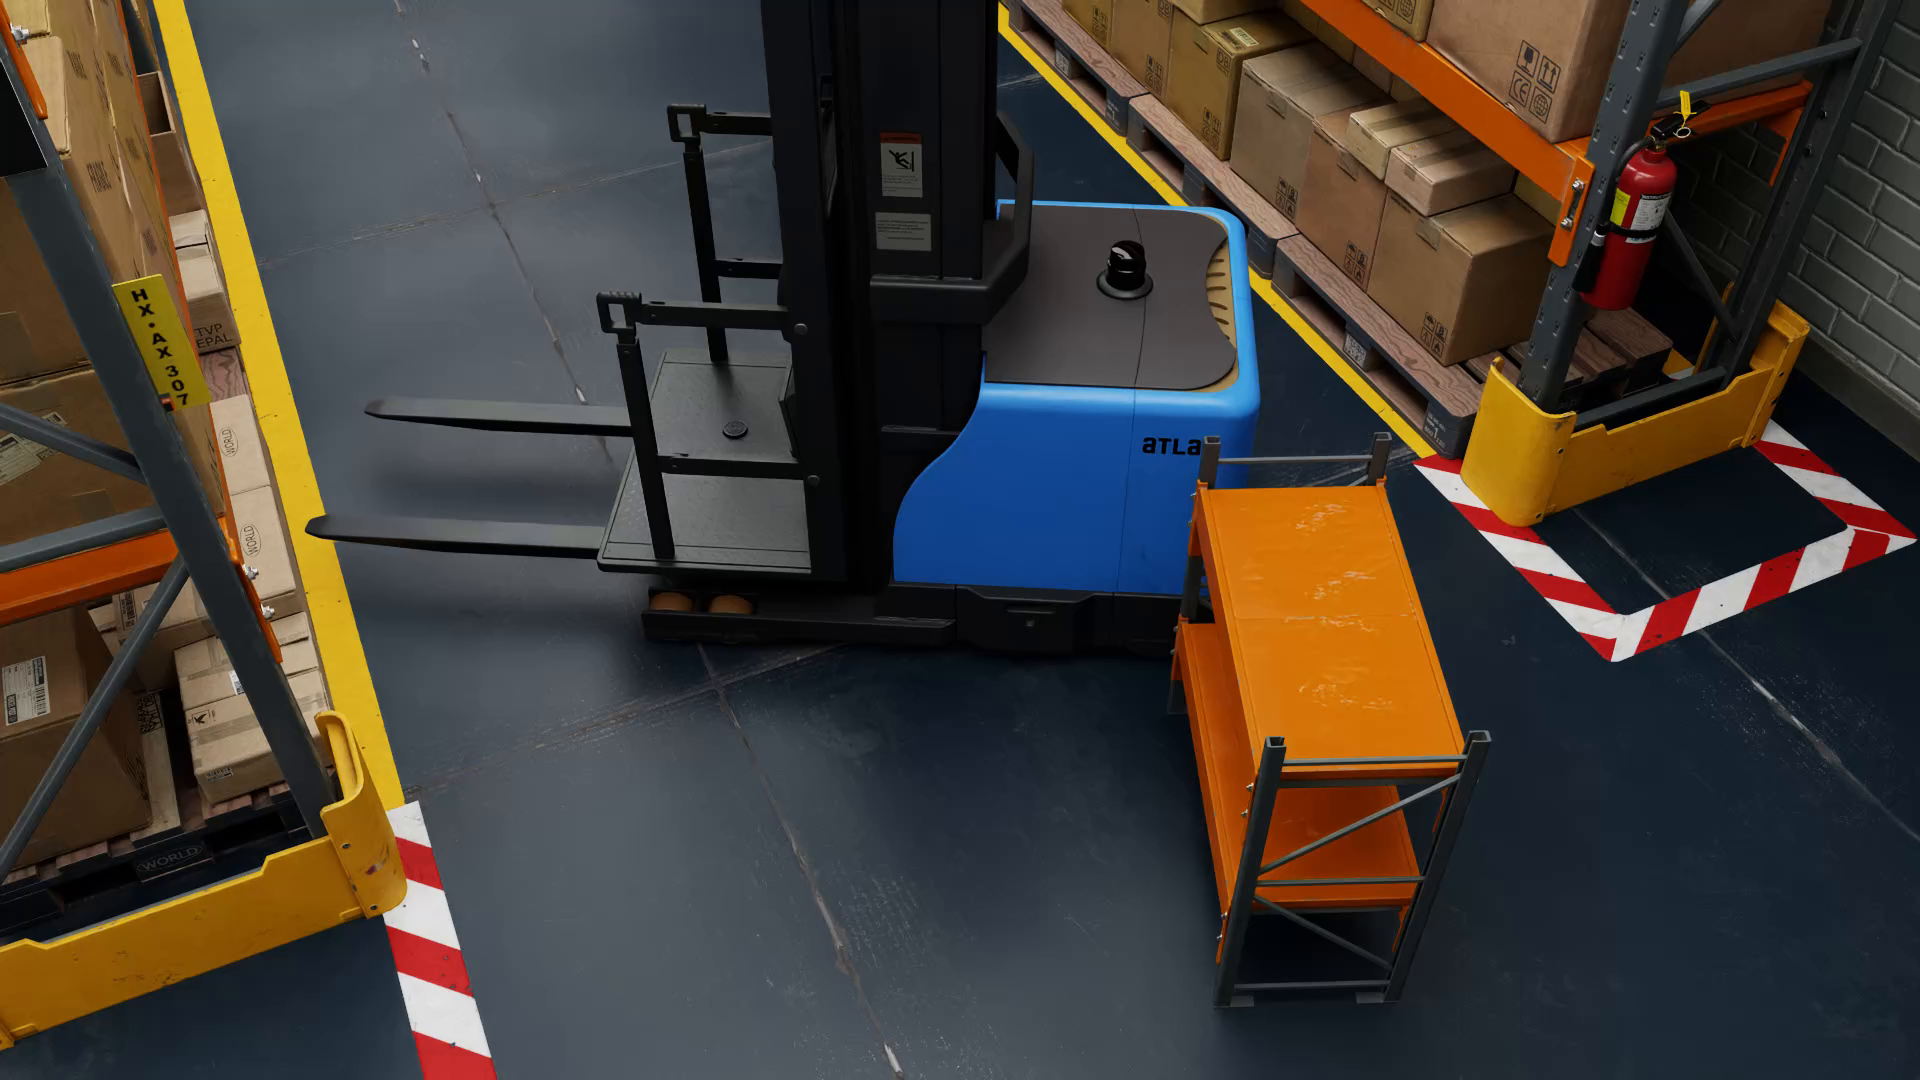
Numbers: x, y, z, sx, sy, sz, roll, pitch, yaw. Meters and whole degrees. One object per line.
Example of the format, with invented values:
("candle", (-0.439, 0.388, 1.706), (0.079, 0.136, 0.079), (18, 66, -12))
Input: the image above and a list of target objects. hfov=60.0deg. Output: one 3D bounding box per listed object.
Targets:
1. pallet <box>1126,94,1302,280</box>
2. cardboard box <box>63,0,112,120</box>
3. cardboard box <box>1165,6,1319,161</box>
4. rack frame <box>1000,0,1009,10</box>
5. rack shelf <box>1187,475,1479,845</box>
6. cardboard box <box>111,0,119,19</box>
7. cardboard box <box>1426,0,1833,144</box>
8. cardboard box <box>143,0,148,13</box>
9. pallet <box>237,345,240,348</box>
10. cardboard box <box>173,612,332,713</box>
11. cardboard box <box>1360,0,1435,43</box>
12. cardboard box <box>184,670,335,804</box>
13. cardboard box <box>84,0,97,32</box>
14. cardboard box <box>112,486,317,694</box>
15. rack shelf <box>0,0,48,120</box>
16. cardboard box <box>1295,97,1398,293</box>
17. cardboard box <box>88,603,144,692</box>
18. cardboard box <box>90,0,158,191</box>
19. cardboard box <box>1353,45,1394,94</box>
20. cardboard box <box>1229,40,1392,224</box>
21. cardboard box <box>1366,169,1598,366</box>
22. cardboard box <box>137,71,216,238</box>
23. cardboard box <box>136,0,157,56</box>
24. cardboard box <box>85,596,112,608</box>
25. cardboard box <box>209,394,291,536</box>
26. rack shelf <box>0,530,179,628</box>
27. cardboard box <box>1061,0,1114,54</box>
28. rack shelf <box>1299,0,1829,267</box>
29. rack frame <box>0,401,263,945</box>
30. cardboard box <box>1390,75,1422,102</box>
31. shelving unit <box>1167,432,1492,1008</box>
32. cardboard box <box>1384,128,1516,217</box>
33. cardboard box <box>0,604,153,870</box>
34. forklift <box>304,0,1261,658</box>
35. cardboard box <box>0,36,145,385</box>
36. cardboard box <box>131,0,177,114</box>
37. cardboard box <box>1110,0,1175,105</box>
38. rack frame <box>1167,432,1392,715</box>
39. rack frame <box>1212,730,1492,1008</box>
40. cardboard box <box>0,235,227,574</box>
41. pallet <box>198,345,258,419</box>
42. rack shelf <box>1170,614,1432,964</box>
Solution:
("pallet", (1.453, -1.664, 7.286), (1.003, 0.211, 1.213), (-18, 47, -17))
("cardboard box", (-2.503, -1.332, 4.181), (0.500, 0.500, 0.500), (-17, 47, -17))
("cardboard box", (1.331, -2.047, 7.170), (0.700, 0.500, 0.500), (-17, 47, -16))
("rack frame", (0.688, -3.943, 7.610), (1.000, 3.000, 0.127), (-18, 47, -17))
("rack shelf", (0.915, 0.278, 4.251), (0.538, 0.278, 1.000), (-1, 45, -1))
("cardboard box", (-3.144, -1.942, 5.512), (0.500, 0.500, 0.500), (-17, 47, -16))
("cardboard box", (2.146, -1.823, 5.248), (0.980, 0.700, 0.700), (-16, 47, -16))
("cardboard box", (-4.225, -2.782, 7.900), (0.500, 0.500, 0.500), (-17, 47, -17))
("pallet", (-3.517, -1.047, 6.661), (1.003, 0.211, 1.213), (-18, 47, -17))
("cardboard box", (-2.093, 0.396, 4.917), (0.380, 0.166, 0.250), (-18, 47, -17))
("cardboard box", (1.830, -2.283, 5.715), (0.980, 0.700, 0.700), (-18, 48, -18))
("cardboard box", (-1.988, 0.561, 4.762), (0.380, 0.149, 0.250), (-18, 47, -17))
("cardboard box", (-2.718, -1.655, 4.509), (0.500, 0.500, 0.500), (-18, 48, -18))
("cardboard box", (-2.305, 0.145, 5.112), (0.500, 0.250, 0.500), (-18, 47, -17))
("rack shelf", (-2.964, -2.015, 4.033), (1.077, 0.370, 4.000), (-18, 47, -17))
("cardboard box", (1.774, -1.389, 6.503), (0.700, 0.500, 0.500), (-18, 47, -18))
("cardboard box", (-2.664, 0.365, 4.949), (0.380, 0.166, 0.250), (-18, 47, -17))
("cardboard box", (-2.710, -1.292, 4.852), (0.500, 0.500, 0.500), (-17, 47, -17))
("cardboard box", (1.792, -1.925, 6.584), (0.380, 0.149, 0.250), (-17, 47, -17))
("cardboard box", (1.562, -1.709, 6.827), (0.700, 0.500, 0.500), (-19, 48, -19))
("cardboard box", (1.985, -1.070, 6.180), (0.700, 0.500, 0.500), (-18, 47, -17))
("cardboard box", (-3.308, -1.465, 6.566), (0.500, 0.500, 0.500), (-18, 47, -17))
("cardboard box", (-4.022, -2.461, 7.575), (0.500, 0.500, 0.500), (-17, 47, -17))
("cardboard box", (-2.948, 0.005, 5.253), (0.500, 0.250, 0.500), (-18, 47, -17))
("cardboard box", (-2.515, -0.174, 5.435), (0.500, 0.250, 0.500), (-18, 47, -17))
("rack shelf", (-2.964, -1.017, 5.018), (0.919, 0.124, 3.809), (-18, 47, -17))
("cardboard box", (0.909, -2.696, 7.827), (0.700, 0.500, 0.500), (-17, 47, -17))
("rack shelf", (1.529, -2.412, 6.571), (1.077, 0.370, 4.000), (-18, 47, -17))
("rack frame", (-2.120, 0.070, 3.543), (0.949, 2.616, 0.053), (-18, 47, -17))
("cardboard box", (1.900, -1.763, 6.420), (0.380, 0.149, 0.250), (-18, 47, -17))
("shelving unit", (0.915, 0.486, 4.457), (0.538, 1.125, 1.048), (-1, 45, -1))
("cardboard box", (1.765, -1.329, 5.980), (0.380, 0.149, 0.250), (-19, 48, -18))
("cardboard box", (-2.575, 0.531, 4.543), (0.500, 0.500, 0.500), (-18, 47, -17))
("forklift", (-0.622, -1.073, 4.751), (3.031, 2.935, 1.130), (3, 45, 3))
("cardboard box", (-2.071, -0.681, 3.521), (0.500, 0.500, 0.500), (-17, 47, -16))
("cardboard box", (-3.788, -2.125, 7.234), (0.500, 0.500, 0.500), (-20, 48, -19))
("cardboard box", (1.117, -2.375, 7.502), (0.700, 0.500, 0.500), (-18, 48, -18))
("rack frame", (0.899, 0.129, 4.818), (0.500, 1.125, 0.032), (-1, 45, -1))
("rack frame", (0.931, 0.843, 4.095), (0.500, 1.125, 0.032), (-1, 45, -1))
("cardboard box", (-2.071, -0.325, 3.872), (0.500, 0.500, 0.500), (-17, 47, -17))
("pallet", (-3.000, -0.269, 5.872), (1.003, 0.211, 1.213), (-18, 47, -17))
("rack shelf", (0.915, 0.660, 4.628), (0.538, 0.278, 1.000), (-1, 45, -1))
